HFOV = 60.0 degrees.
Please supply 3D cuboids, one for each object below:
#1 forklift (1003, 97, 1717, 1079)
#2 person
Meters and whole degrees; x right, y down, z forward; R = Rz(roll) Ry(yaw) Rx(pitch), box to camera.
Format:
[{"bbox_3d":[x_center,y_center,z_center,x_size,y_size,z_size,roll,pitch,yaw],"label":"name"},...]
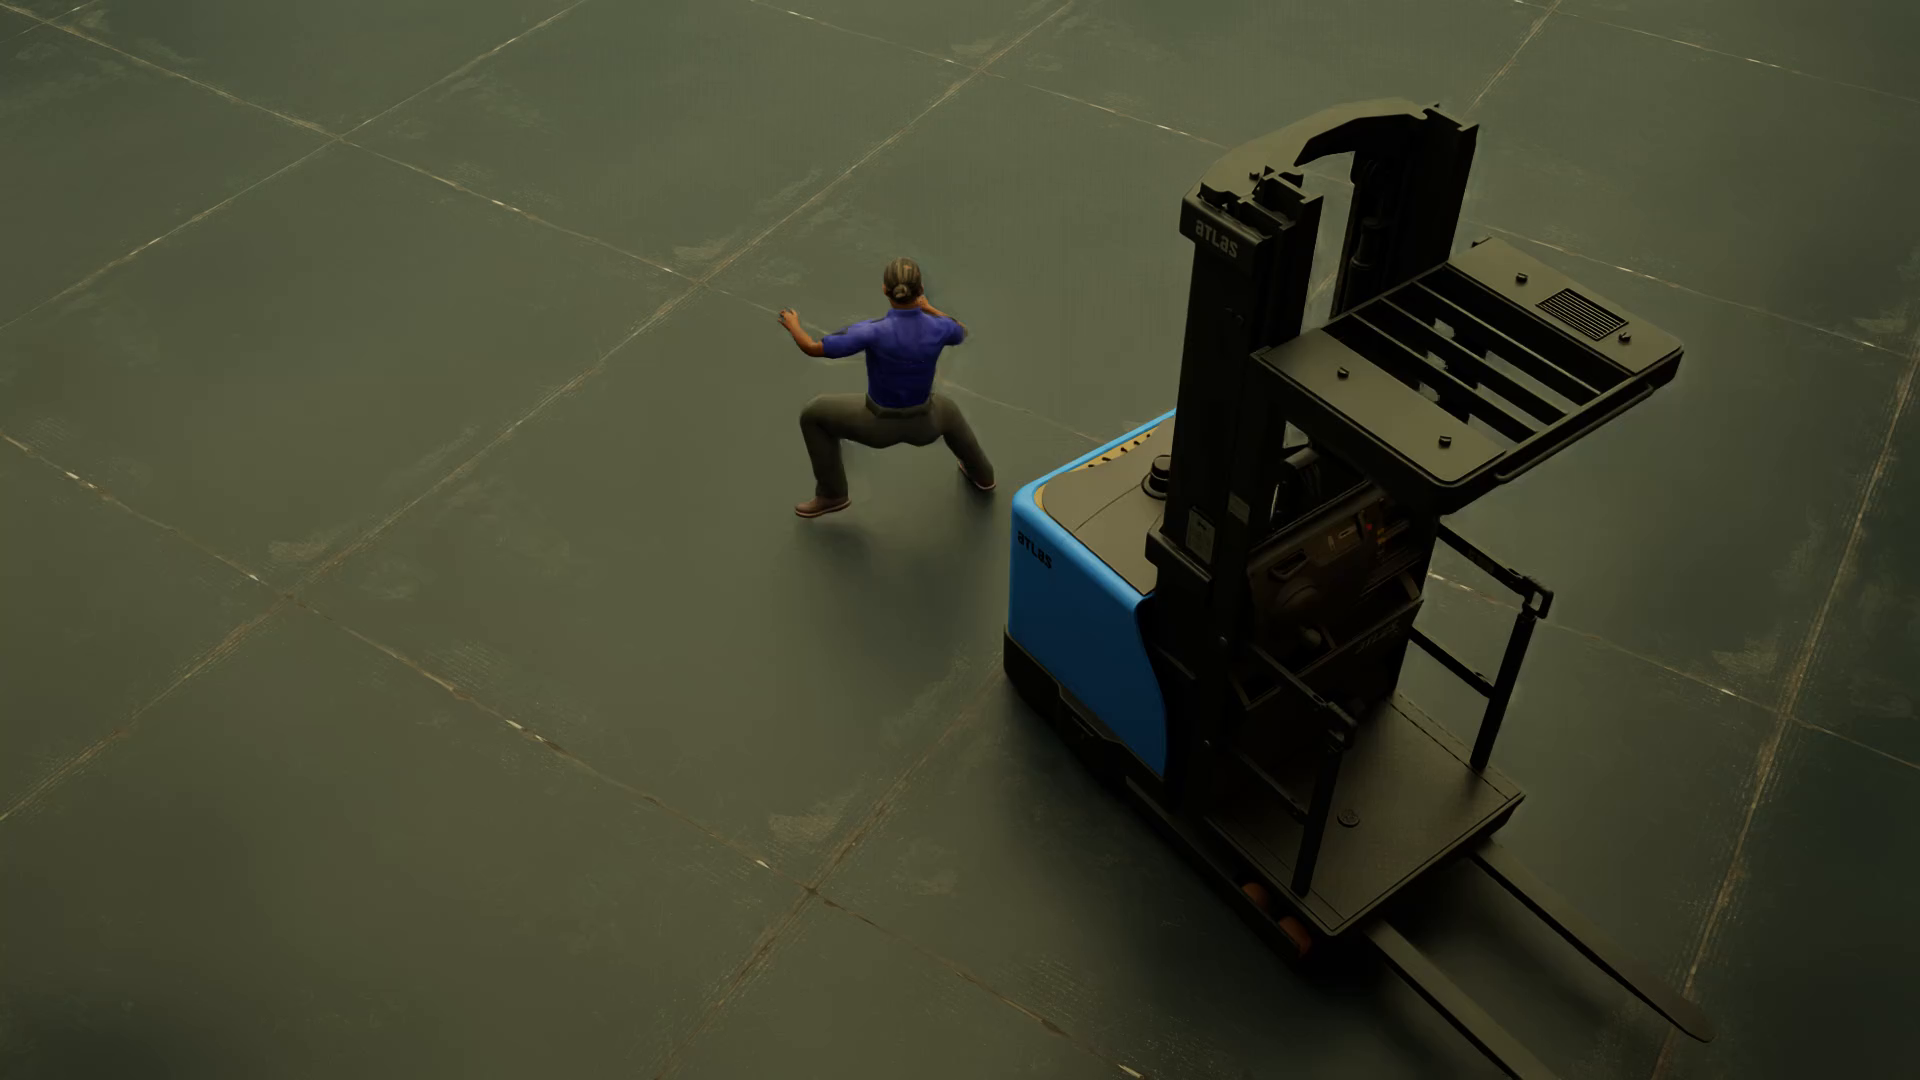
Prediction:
[{"bbox_3d":[1.478,0.137,5.705,1.130,2.935,3.031,-27,50,-26],"label":"forklift"},{"bbox_3d":[-0.317,-0.732,7.655,1.000,1.426,0.682,-8,44,-8],"label":"person"}]
